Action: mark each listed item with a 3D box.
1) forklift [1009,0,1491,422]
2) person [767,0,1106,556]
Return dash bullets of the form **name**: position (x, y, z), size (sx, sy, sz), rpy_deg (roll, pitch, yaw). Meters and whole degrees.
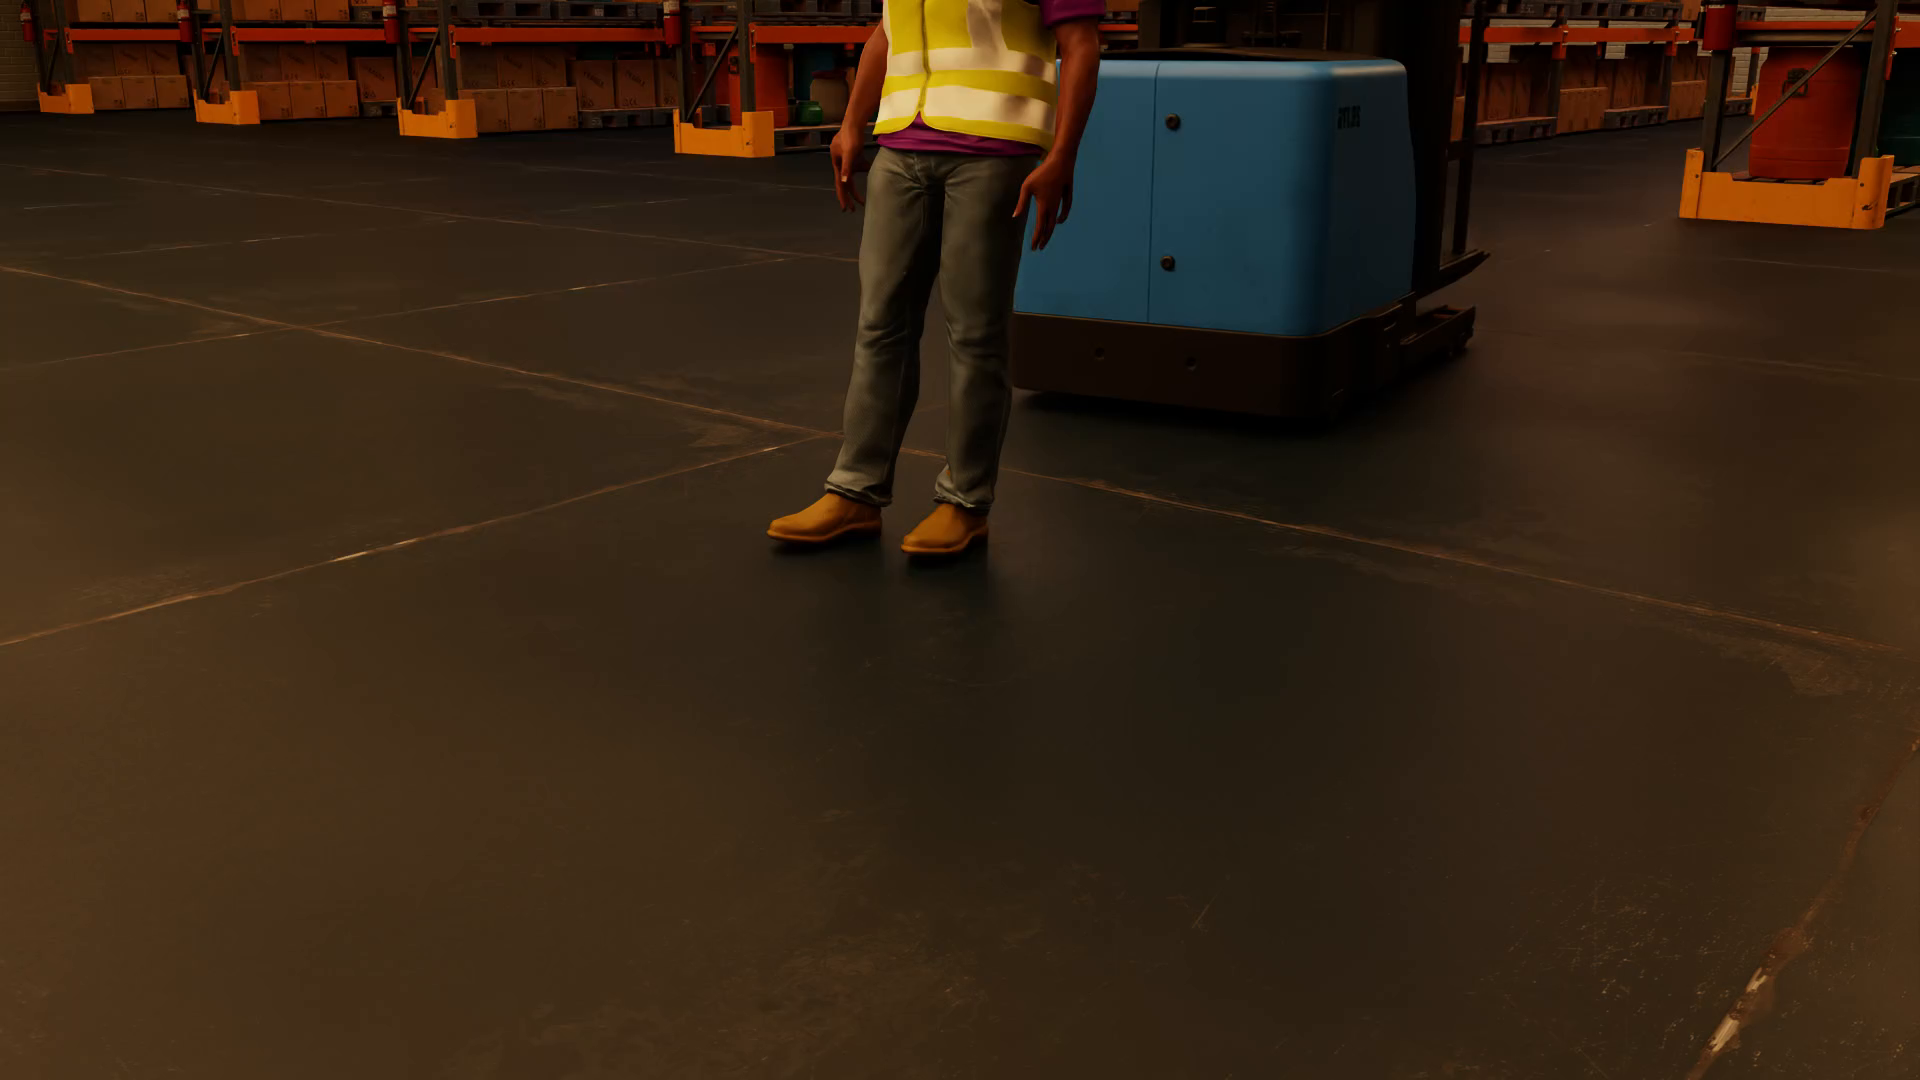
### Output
- **forklift**: position (1.311, -2.135, 5.930), size (1.130, 2.935, 3.031), rpy_deg (9, 19, 28)
- **person**: position (-0.049, -0.837, 3.635), size (0.665, 1.768, 0.575), rpy_deg (13, 21, 37)
